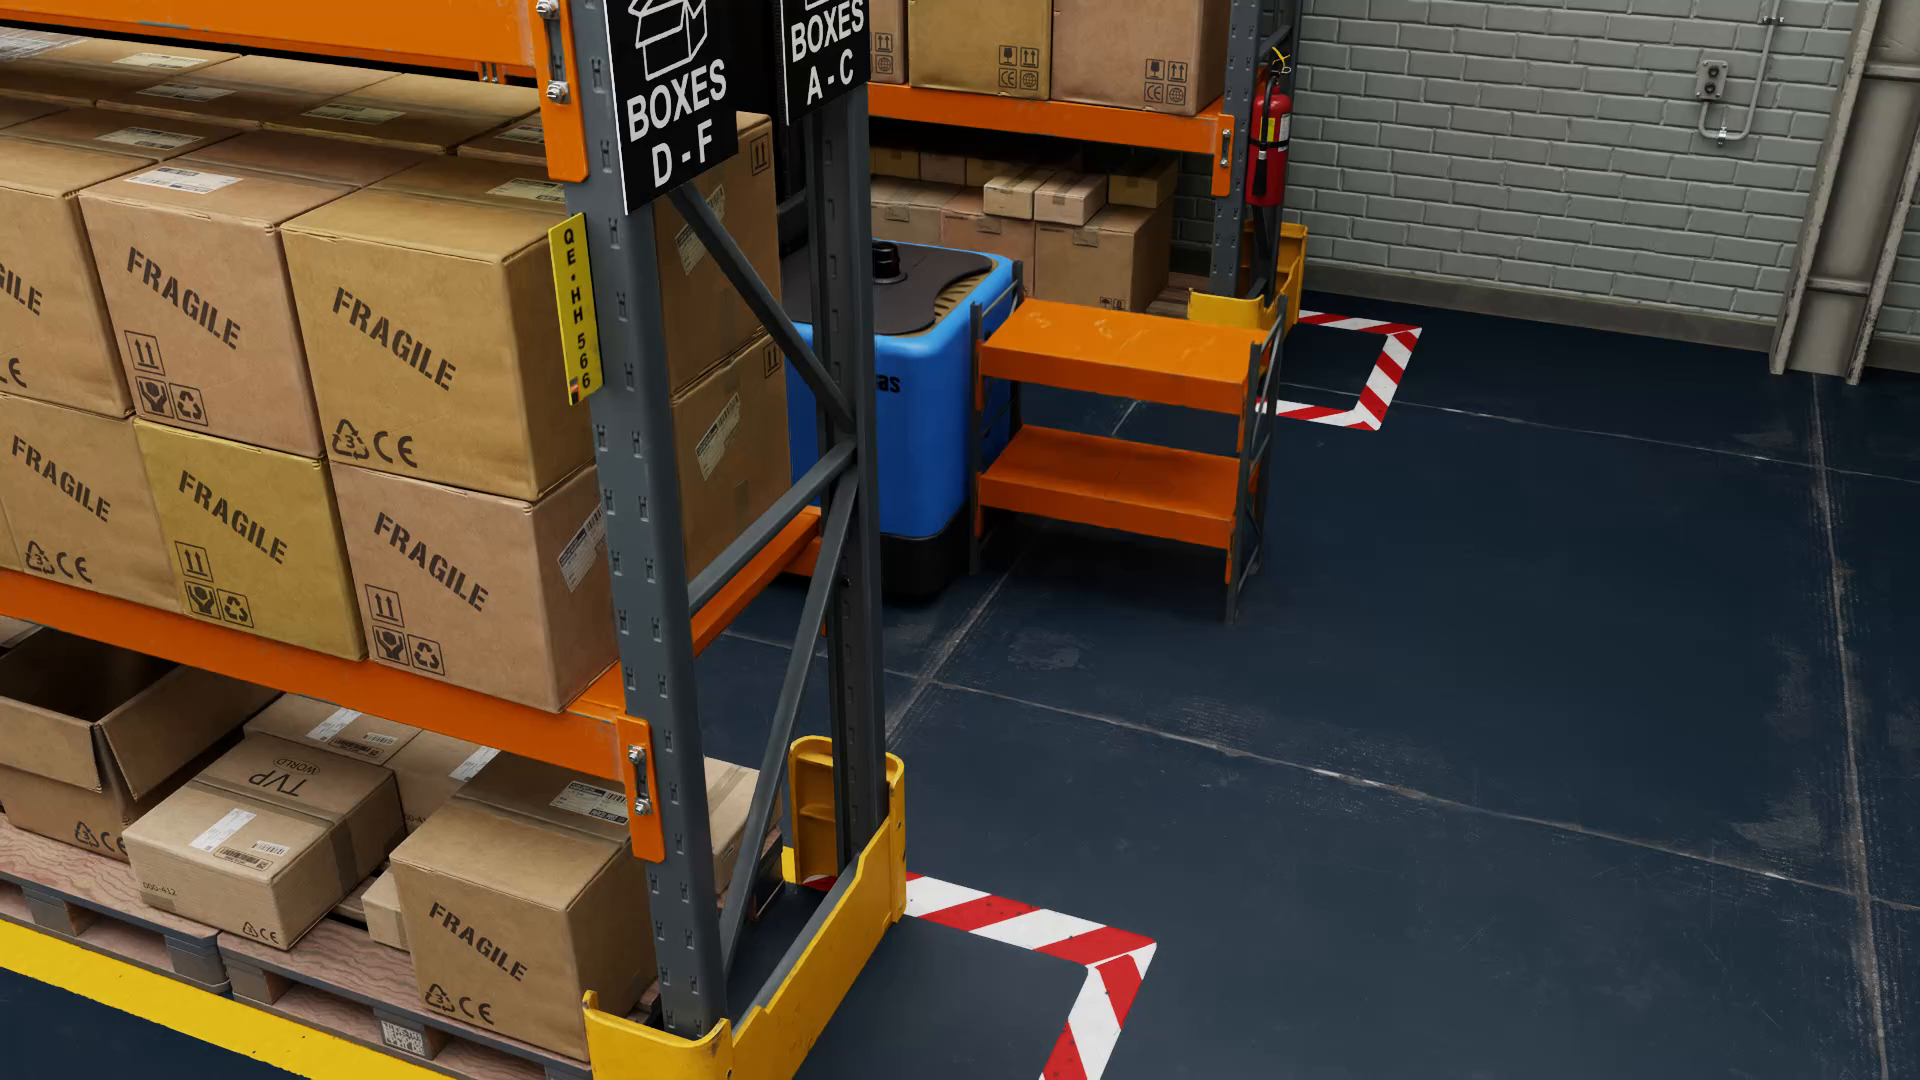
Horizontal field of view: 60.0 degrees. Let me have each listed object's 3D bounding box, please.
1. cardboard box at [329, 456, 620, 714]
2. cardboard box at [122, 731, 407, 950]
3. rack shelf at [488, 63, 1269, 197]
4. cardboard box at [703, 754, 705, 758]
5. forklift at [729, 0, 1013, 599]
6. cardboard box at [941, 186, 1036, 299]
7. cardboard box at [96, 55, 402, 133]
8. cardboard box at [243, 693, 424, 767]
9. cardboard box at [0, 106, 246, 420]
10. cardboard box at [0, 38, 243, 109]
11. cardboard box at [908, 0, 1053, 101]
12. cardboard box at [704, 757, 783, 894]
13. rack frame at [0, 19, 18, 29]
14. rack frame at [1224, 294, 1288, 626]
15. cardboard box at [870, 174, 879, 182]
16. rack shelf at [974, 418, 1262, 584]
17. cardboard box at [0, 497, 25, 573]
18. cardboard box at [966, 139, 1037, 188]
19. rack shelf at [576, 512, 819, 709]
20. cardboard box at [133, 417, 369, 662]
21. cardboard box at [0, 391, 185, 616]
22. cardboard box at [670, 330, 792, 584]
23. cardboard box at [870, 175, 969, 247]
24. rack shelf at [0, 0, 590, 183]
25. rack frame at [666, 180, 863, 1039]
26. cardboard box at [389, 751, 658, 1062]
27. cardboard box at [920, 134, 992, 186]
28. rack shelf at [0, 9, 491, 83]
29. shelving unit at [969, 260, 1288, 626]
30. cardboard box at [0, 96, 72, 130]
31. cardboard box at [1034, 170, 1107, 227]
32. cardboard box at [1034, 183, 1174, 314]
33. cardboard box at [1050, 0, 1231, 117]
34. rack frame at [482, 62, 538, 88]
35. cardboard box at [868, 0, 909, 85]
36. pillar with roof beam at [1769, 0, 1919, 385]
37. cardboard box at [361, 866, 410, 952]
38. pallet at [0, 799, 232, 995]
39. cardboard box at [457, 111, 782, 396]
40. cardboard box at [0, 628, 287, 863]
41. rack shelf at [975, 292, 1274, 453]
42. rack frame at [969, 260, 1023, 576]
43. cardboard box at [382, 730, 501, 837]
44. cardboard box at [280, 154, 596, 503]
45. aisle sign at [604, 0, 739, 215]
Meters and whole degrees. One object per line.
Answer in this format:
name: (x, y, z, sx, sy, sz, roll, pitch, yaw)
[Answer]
cardboard box: (-0.962, -0.012, 3.621, 0.500, 0.500, 0.500, 12, 32, 21)
cardboard box: (-1.910, 0.818, 4.601, 0.500, 0.250, 0.500, 11, 31, 19)
rack shelf: (-0.439, -2.326, 8.547, 4.000, 0.370, 1.077, 11, 31, 19)
cardboard box: (-0.935, 0.752, 4.803, 0.250, 0.166, 0.380, 11, 31, 19)
forklift: (-1.325, -1.498, 6.421, 3.031, 2.935, 1.130, 11, 31, 18)
cardboard box: (0.265, -1.540, 8.540, 0.500, 0.500, 0.700, 11, 31, 19)
cardboard box: (-1.706, -0.879, 4.138, 0.500, 0.500, 0.500, 12, 32, 20)
cardboard box: (-1.768, 0.581, 5.021, 0.500, 0.250, 0.500, 11, 31, 19)
cardboard box: (-1.911, -0.632, 3.702, 0.500, 0.500, 0.500, 12, 32, 20)
cardboard box: (-2.177, -0.972, 4.304, 0.500, 0.500, 0.500, 11, 31, 19)
cardboard box: (0.260, -2.619, 8.030, 0.700, 0.700, 0.980, 11, 31, 19)
cardboard box: (-0.703, 0.806, 4.726, 0.250, 0.149, 0.380, 11, 31, 19)
rack frame: (-6.000, -3.747, 10.331, 0.053, 2.616, 0.949, 11, 31, 19)
rack frame: (1.089, -0.288, 6.116, 0.032, 1.125, 0.500, 11, 31, 18)
cardboard box: (-0.699, -1.728, 8.872, 0.500, 0.500, 0.700, 12, 32, 20)
rack shelf: (0.614, -0.164, 6.394, 1.000, 0.278, 0.538, 11, 31, 18)
cardboard box: (-2.371, -0.294, 4.120, 0.500, 0.500, 0.500, 11, 31, 18)
cardboard box: (0.218, -1.938, 8.584, 0.250, 0.149, 0.380, 12, 31, 20)
rack shelf: (-2.298, -0.151, 4.502, 3.809, 0.124, 0.919, 11, 31, 19)
cardboard box: (-1.444, -0.106, 3.788, 0.500, 0.500, 0.500, 12, 31, 20)
cardboard box: (-1.904, -0.201, 3.955, 0.500, 0.500, 0.500, 12, 31, 20)
cardboard box: (-0.757, -0.255, 4.052, 0.500, 0.500, 0.500, 12, 32, 20)
cardboard box: (-0.202, -1.633, 8.704, 0.500, 0.500, 0.700, 10, 31, 17)
rack shelf: (-2.298, -1.372, 3.812, 4.000, 0.370, 1.077, 11, 31, 19)
rack frame: (-0.443, -0.011, 3.721, 0.053, 2.616, 0.949, 11, 31, 19)
cardboard box: (-1.041, 0.899, 4.204, 0.500, 0.500, 0.500, 11, 31, 19)
cardboard box: (-0.018, -1.984, 8.667, 0.250, 0.149, 0.380, 12, 32, 20)
rack shelf: (-4.145, -3.066, 9.856, 4.000, 0.370, 1.077, 11, 31, 19)
shelving unit: (0.614, -0.377, 6.273, 1.048, 1.125, 0.538, 11, 31, 18)
cardboard box: (-2.387, -0.727, 3.870, 0.500, 0.500, 0.500, 12, 32, 21)
cardboard box: (0.541, -1.670, 8.111, 0.250, 0.149, 0.380, 11, 31, 19)
cardboard box: (0.728, -1.447, 8.376, 0.500, 0.500, 0.700, 11, 31, 19)
cardboard box: (0.938, -2.489, 7.801, 0.700, 0.700, 0.980, 13, 32, 21)
rack frame: (-2.292, -3.009, 9.025, 0.127, 3.000, 1.000, 11, 31, 19)
cardboard box: (-0.443, -2.764, 8.287, 0.700, 0.700, 0.980, 10, 31, 17)
pillar with roof beam: (2.623, -2.812, 2.581, 0.400, 9.000, 9.100, 11, 31, 19)
cardboard box: (-1.382, 0.928, 4.492, 0.250, 0.166, 0.380, 11, 31, 19)
pallet: (-2.381, 0.817, 5.090, 1.213, 0.211, 1.003, 11, 31, 19)
cardboard box: (-0.757, -0.691, 3.806, 0.500, 0.500, 0.500, 12, 32, 21)
cardboard box: (-2.408, 0.491, 4.923, 0.637, 0.503, 0.797, 11, 31, 19)
rack shelf: (0.614, -0.632, 6.129, 1.000, 0.278, 0.538, 11, 31, 18)
rack frame: (0.139, -0.466, 6.431, 0.032, 1.125, 0.500, 11, 31, 18)
cardboard box: (-1.305, 0.674, 4.857, 0.500, 0.250, 0.500, 11, 31, 19)
cardboard box: (-0.960, -0.445, 3.372, 0.500, 0.500, 0.500, 11, 31, 19)
aisle sign: (-0.496, -0.989, 2.809, 0.004, 0.787, 0.394, 11, 31, 19)
